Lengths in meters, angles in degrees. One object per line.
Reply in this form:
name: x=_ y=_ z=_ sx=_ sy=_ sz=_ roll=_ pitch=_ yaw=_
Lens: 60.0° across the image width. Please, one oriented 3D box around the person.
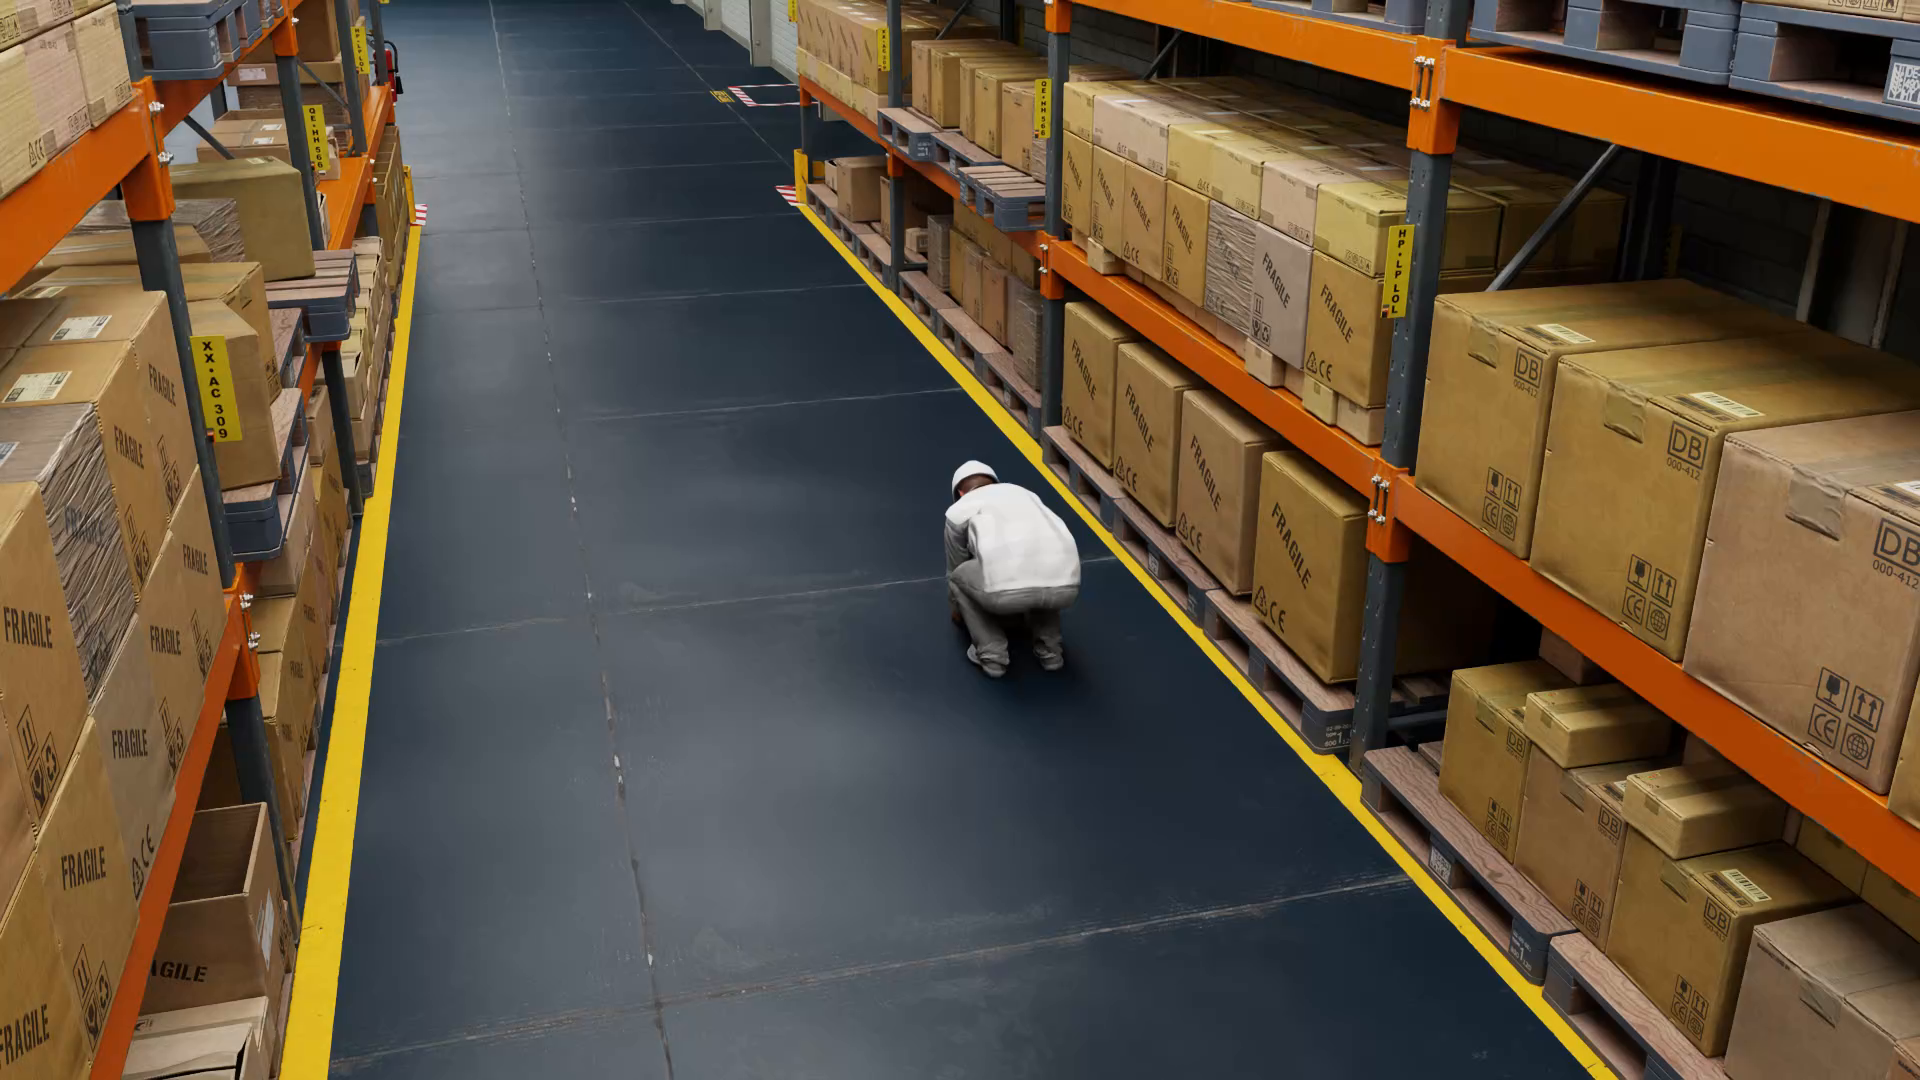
person: x=0.206 y=0.146 z=7.562 sx=0.512 sy=0.797 sz=0.981 roll=-6 pitch=24 yaw=-14
